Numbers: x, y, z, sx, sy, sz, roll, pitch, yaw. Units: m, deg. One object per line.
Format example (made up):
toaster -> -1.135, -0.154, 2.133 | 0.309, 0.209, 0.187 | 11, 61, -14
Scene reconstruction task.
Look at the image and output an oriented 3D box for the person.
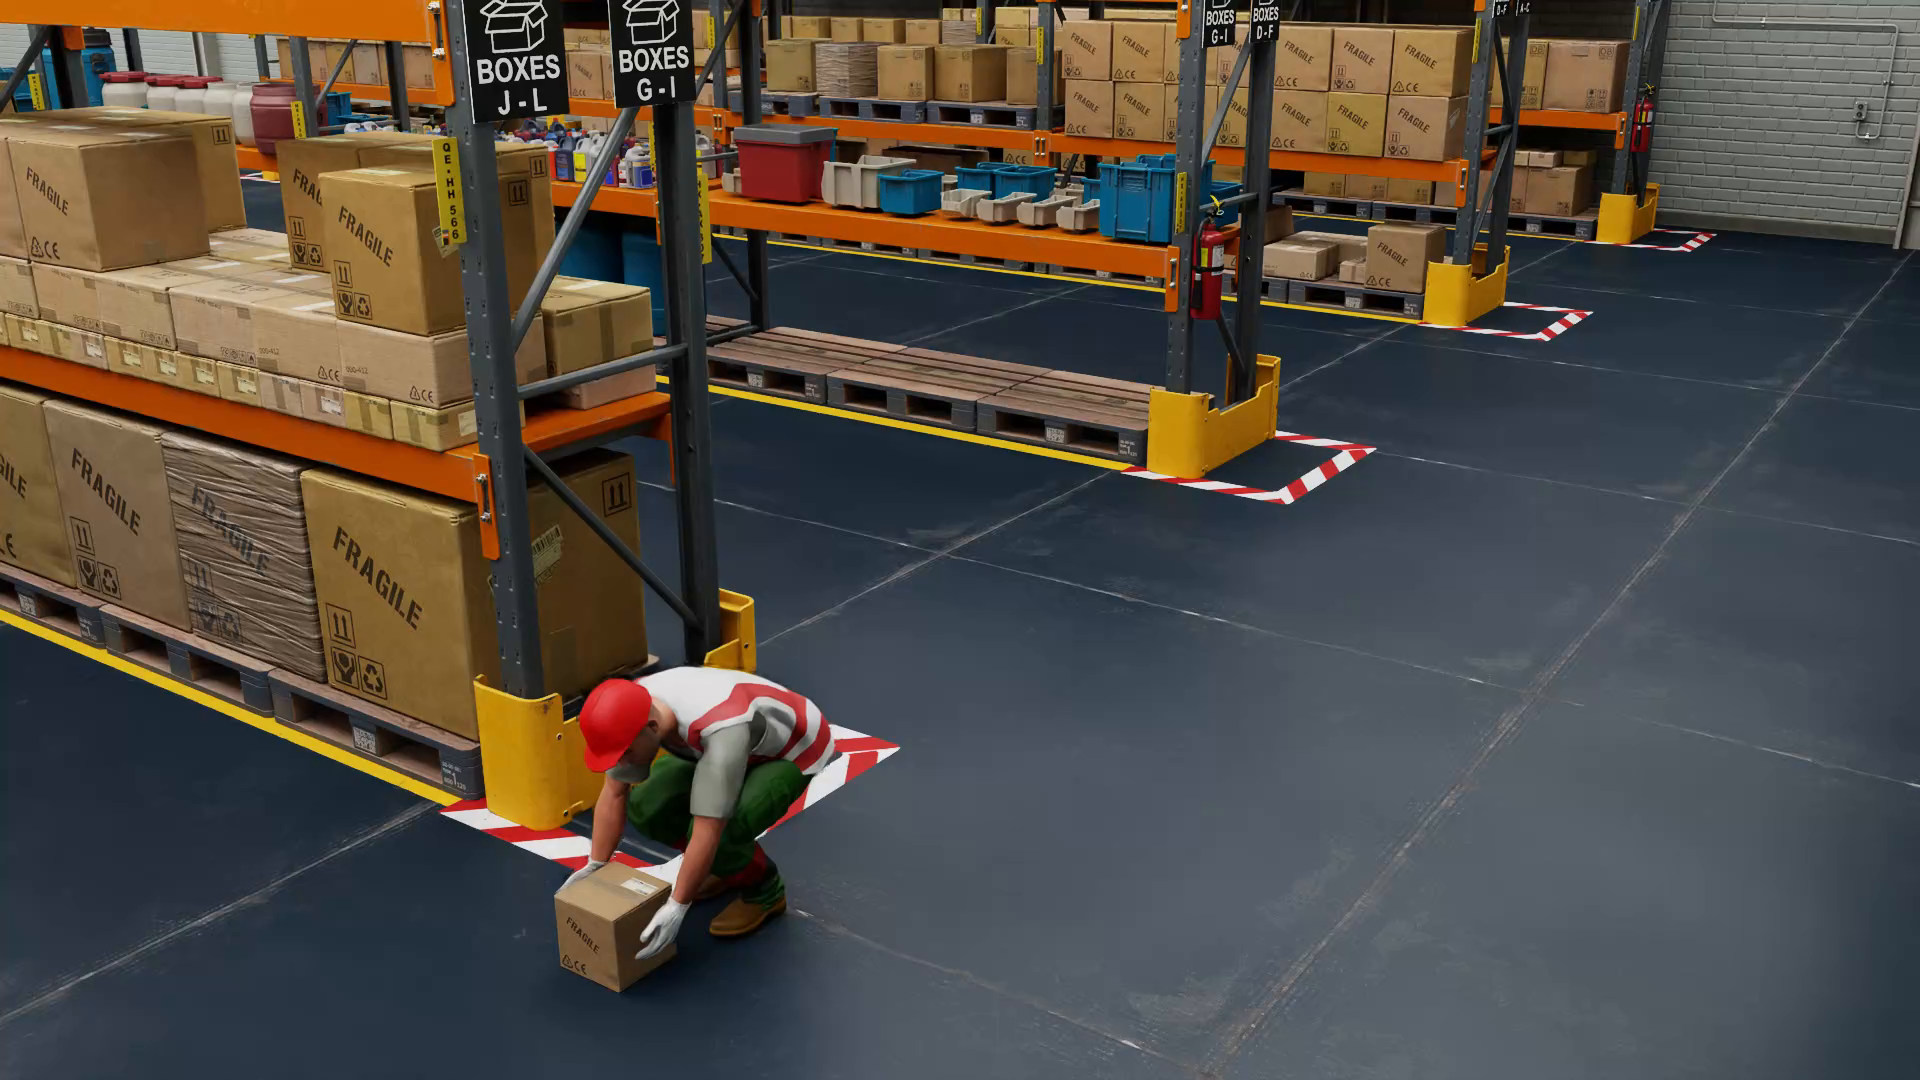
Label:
person -> -0.781, 0.765, 5.139 | 0.895, 0.954, 0.571 | -18, 26, -41
